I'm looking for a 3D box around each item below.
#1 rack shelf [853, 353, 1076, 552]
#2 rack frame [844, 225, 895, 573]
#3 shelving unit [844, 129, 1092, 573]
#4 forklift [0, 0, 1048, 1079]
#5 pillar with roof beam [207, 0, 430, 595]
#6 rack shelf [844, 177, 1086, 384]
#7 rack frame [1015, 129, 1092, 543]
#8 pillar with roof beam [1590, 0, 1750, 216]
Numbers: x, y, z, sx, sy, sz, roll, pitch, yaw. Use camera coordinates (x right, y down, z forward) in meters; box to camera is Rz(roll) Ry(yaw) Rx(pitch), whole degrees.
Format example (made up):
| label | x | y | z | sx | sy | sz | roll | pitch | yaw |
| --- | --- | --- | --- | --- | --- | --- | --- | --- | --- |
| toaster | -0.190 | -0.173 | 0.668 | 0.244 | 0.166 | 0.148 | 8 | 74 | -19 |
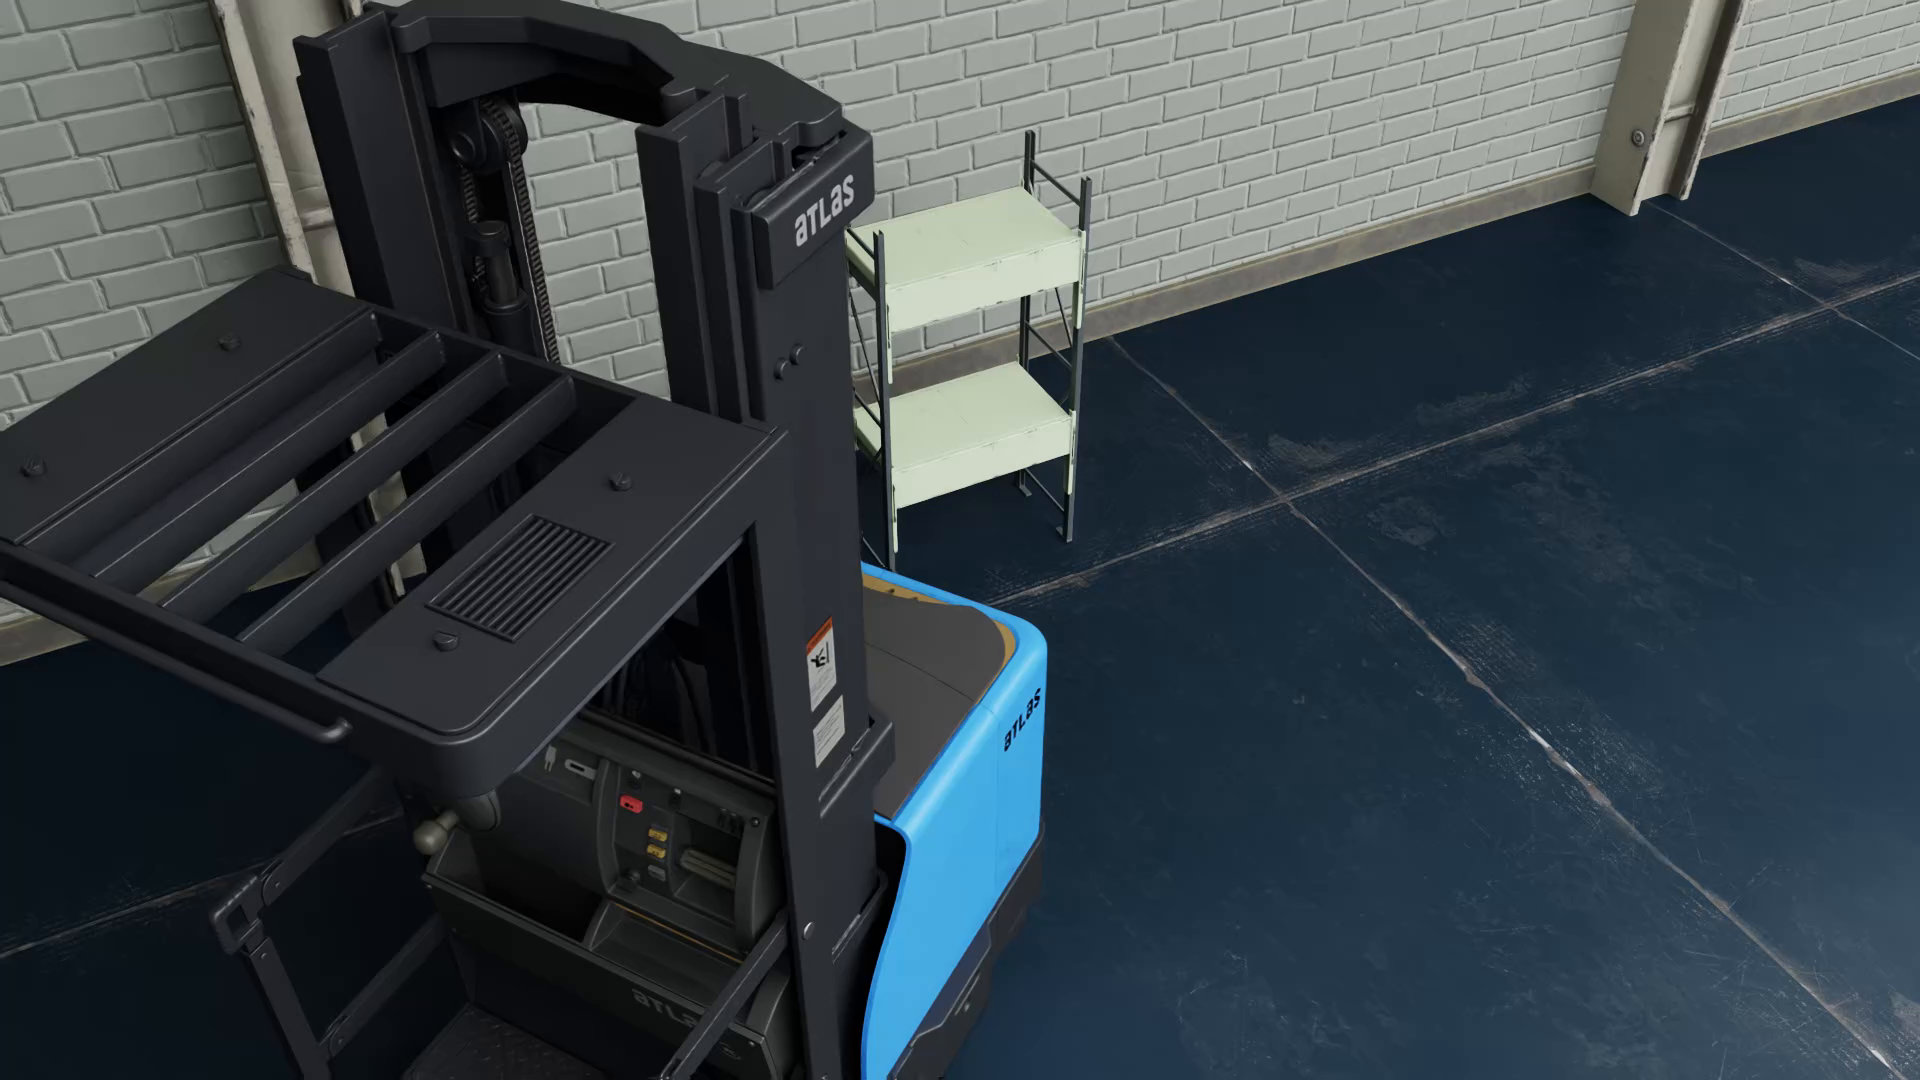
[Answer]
| label | x | y | z | sx | sy | sz | roll | pitch | yaw |
| --- | --- | --- | --- | --- | --- | --- | --- | --- | --- |
| rack shelf | -0.006 | -0.322 | 5.974 | 0.720 | 0.370 | 0.431 | -19 | 44 | -21 |
| rack frame | -0.331 | -0.461 | 5.634 | 0.023 | 1.500 | 0.400 | -19 | 44 | -21 |
| shelving unit | -0.006 | -0.570 | 5.763 | 0.755 | 1.500 | 0.431 | -19 | 44 | -21 |
| forklift | -0.890 | 0.623 | 3.245 | 1.130 | 2.935 | 3.031 | 19 | 44 | 21 |
| pillar with roof beam | 0.040 | -0.905 | 0.354 | 0.400 | 9.000 | 9.100 | -19 | 44 | -21 |
| rack shelf | -0.006 | -0.868 | 5.511 | 0.720 | 0.370 | 0.431 | -19 | 44 | -21 |
| rack frame | 0.319 | -0.680 | 5.892 | 0.023 | 1.500 | 0.400 | -19 | 44 | -21 |
| pillar with roof beam | 5.361 | -2.696 | 2.469 | 0.400 | 9.000 | 9.100 | -19 | 44 | -21 |
